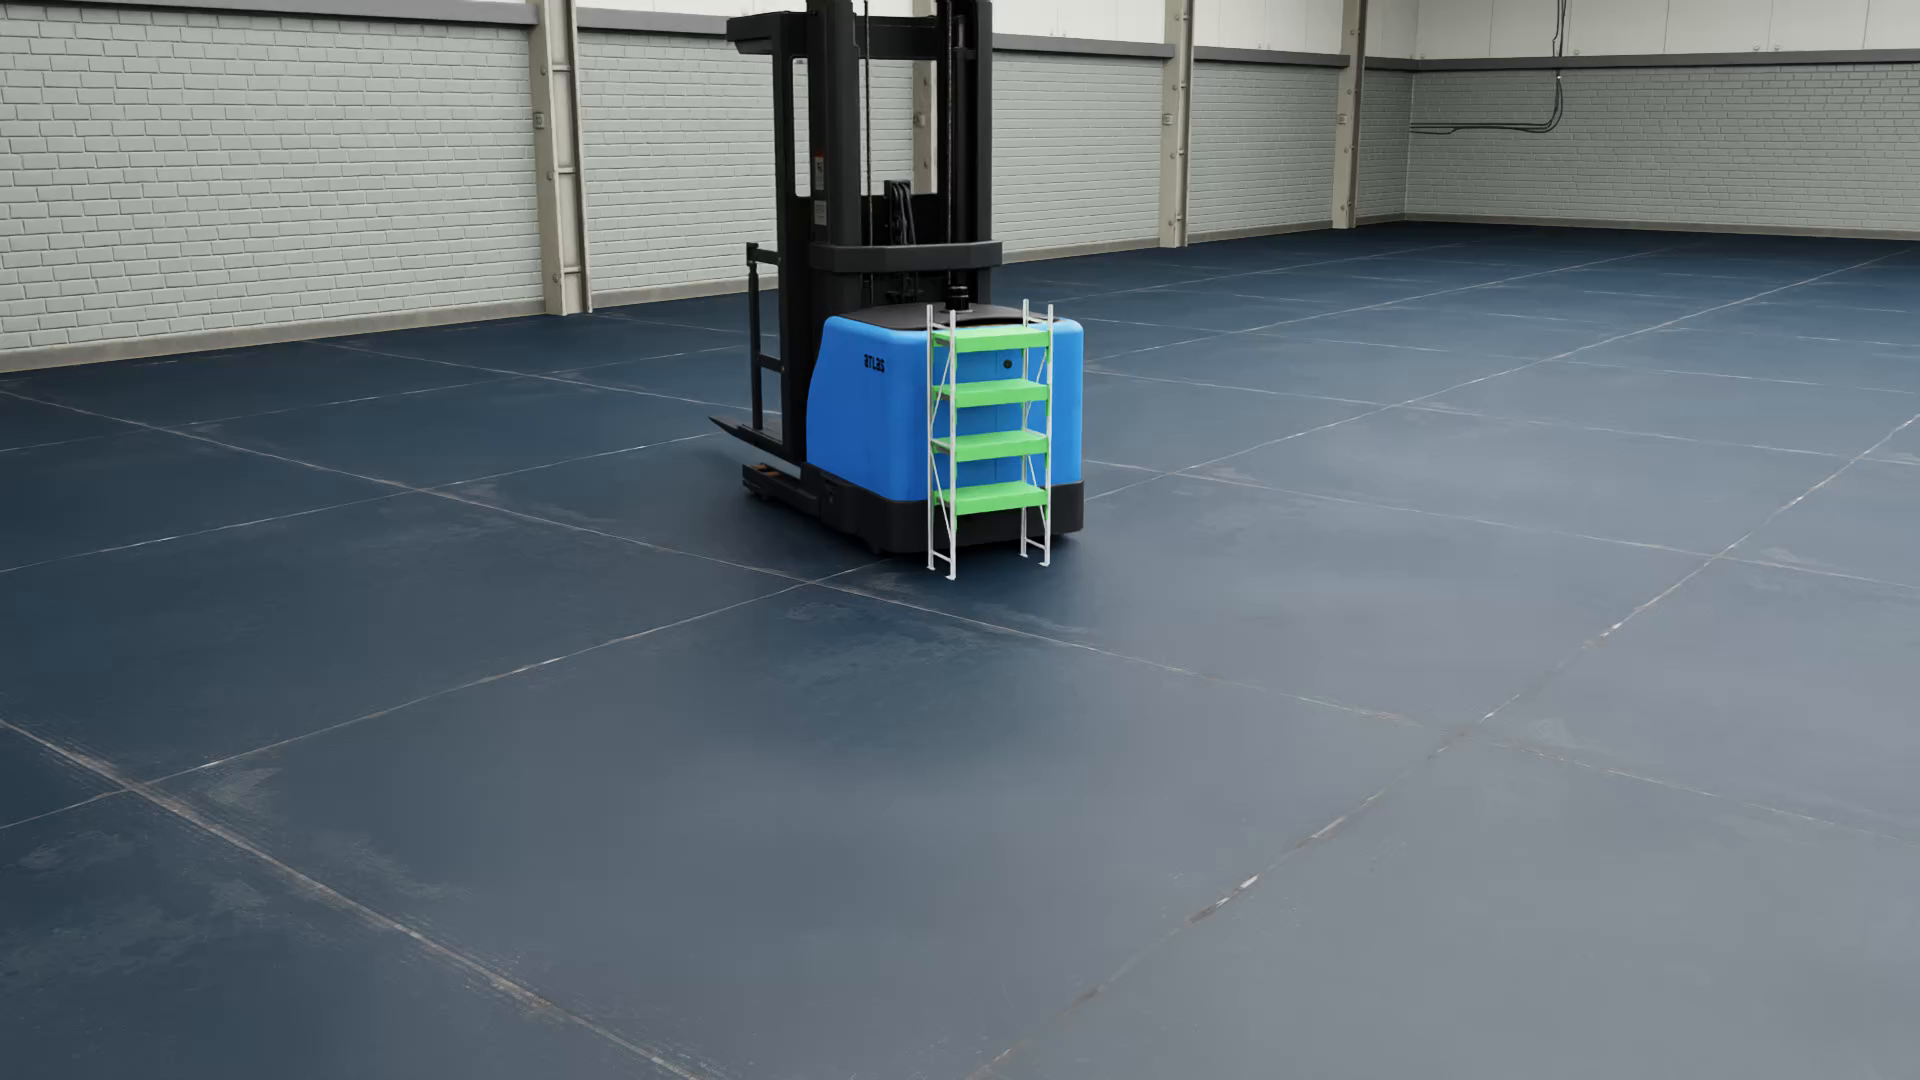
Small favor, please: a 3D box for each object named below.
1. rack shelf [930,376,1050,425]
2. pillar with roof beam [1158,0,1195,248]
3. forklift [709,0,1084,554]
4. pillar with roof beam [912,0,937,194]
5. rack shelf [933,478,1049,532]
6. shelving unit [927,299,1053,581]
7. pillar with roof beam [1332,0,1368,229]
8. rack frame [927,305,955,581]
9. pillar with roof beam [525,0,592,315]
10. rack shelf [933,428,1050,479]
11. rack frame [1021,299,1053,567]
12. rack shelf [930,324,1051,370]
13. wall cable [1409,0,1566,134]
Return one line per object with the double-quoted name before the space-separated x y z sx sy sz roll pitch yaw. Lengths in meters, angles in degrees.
"rack shelf" 0.133 -0.626 7.434 0.480 0.148 0.258 -7 16 -27
"pillar with roof beam" 6.753 -8.395 22.892 9.100 9.000 0.400 11 18 38
"forklift" -0.535 -1.670 8.746 1.130 2.935 3.031 -7 16 -27
"pillar with roof beam" 2.982 -7.246 18.369 9.100 9.000 0.400 11 18 38
"rack shelf" 0.132 -0.161 7.553 0.480 0.148 0.258 -7 16 -27
"shelving unit" 0.133 -0.455 7.477 0.503 1.200 0.258 -7 16 -27
"pillar with roof beam" 10.524 -9.544 27.415 9.100 9.000 0.400 11 18 38
"rack frame" -0.083 -0.427 7.367 0.015 1.200 0.240 -7 16 -27
"pillar with roof beam" -0.789 -6.097 13.846 9.100 9.000 0.400 11 18 38
"rack shelf" 0.132 -0.393 7.493 0.480 0.148 0.258 -7 16 -27
"rack frame" 0.348 -0.483 7.588 0.015 1.200 0.240 -7 16 -27
"rack shelf" 0.133 -0.858 7.374 0.480 0.148 0.258 -7 16 -27
"wall cable" 10.055 -9.065 31.835 3.097 2.526 0.112 11 18 38
